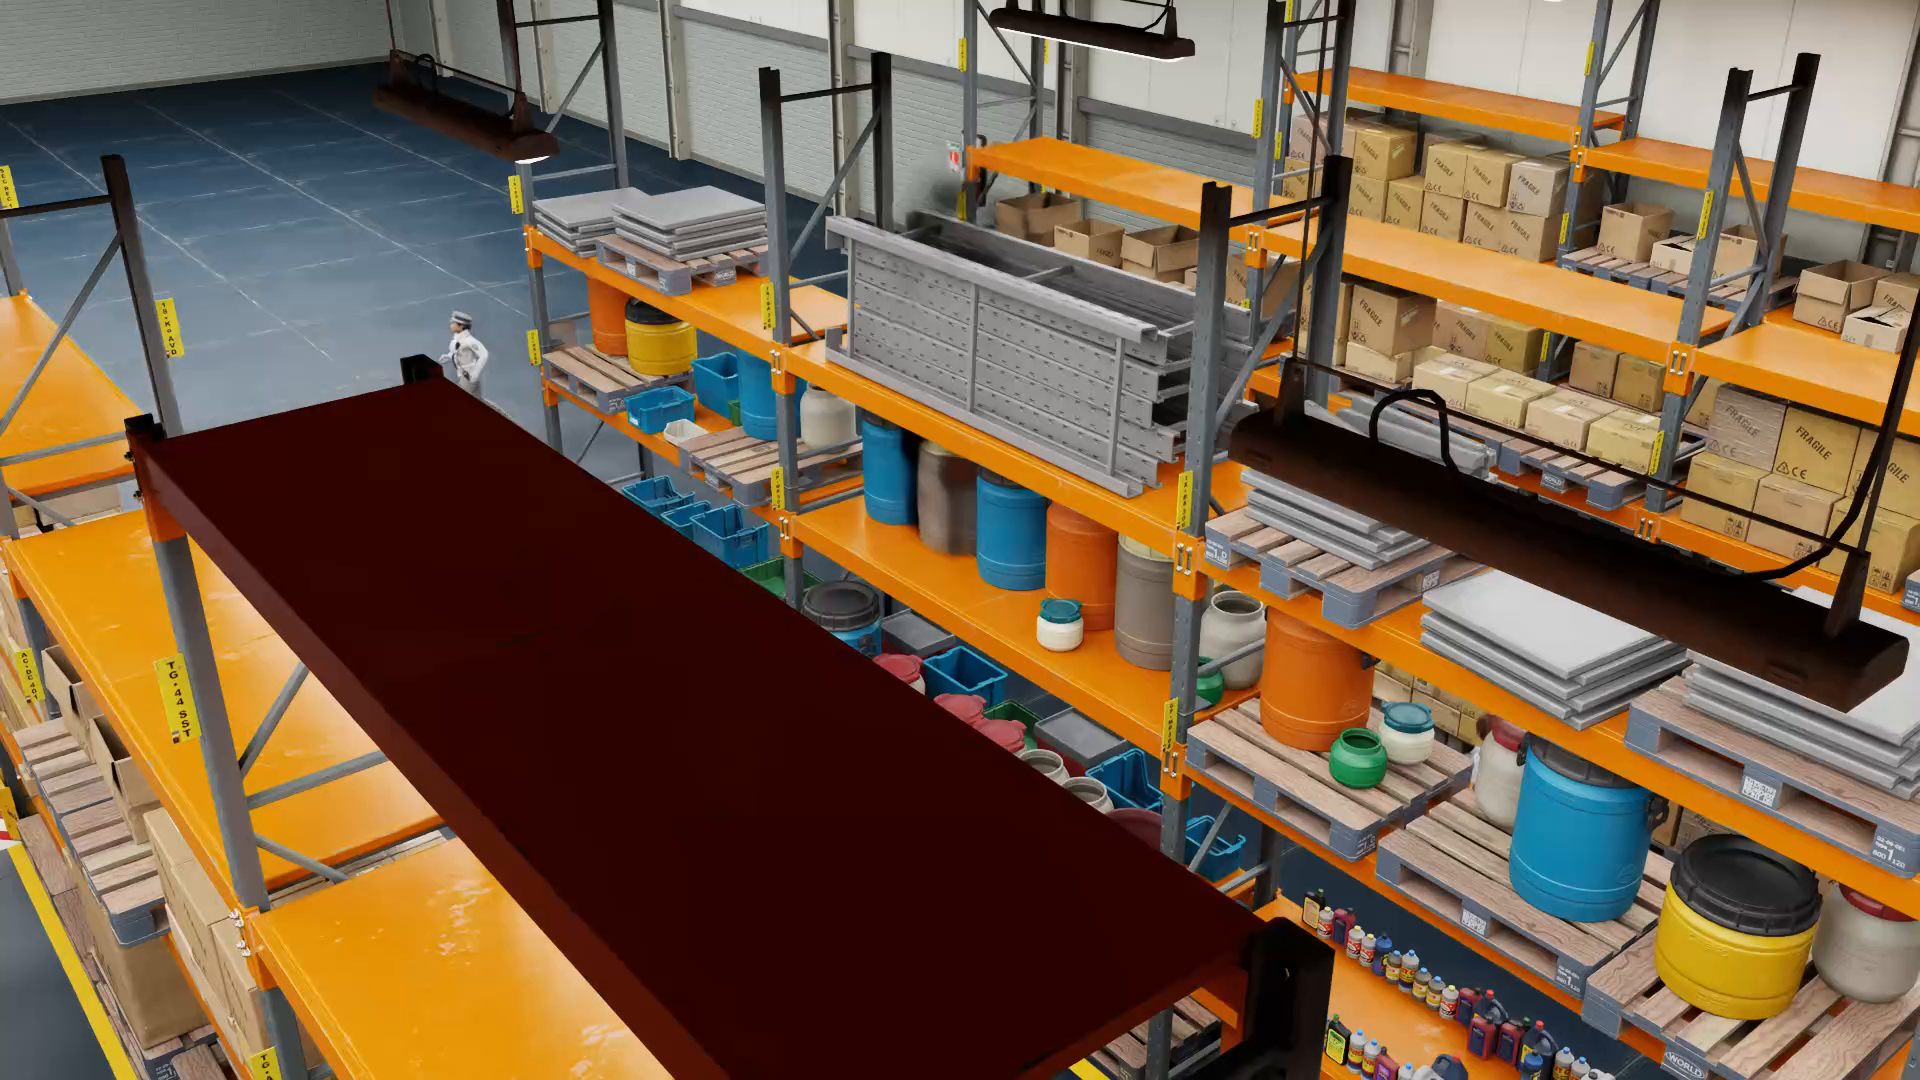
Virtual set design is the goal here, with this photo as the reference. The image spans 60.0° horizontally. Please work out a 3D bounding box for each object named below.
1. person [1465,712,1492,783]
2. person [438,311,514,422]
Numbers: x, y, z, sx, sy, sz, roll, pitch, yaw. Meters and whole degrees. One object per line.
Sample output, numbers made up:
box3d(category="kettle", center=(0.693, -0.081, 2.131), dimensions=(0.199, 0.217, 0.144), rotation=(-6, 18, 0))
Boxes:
box3d(category="person", center=(3.693, 1.922, 11.848), dimensions=(0.847, 1.608, 0.532), rotation=(22, 34, 38))
box3d(category="person", center=(-6.026, -2.012, 20.428), dimensions=(0.927, 1.693, 0.605), rotation=(-8, 27, -17))
